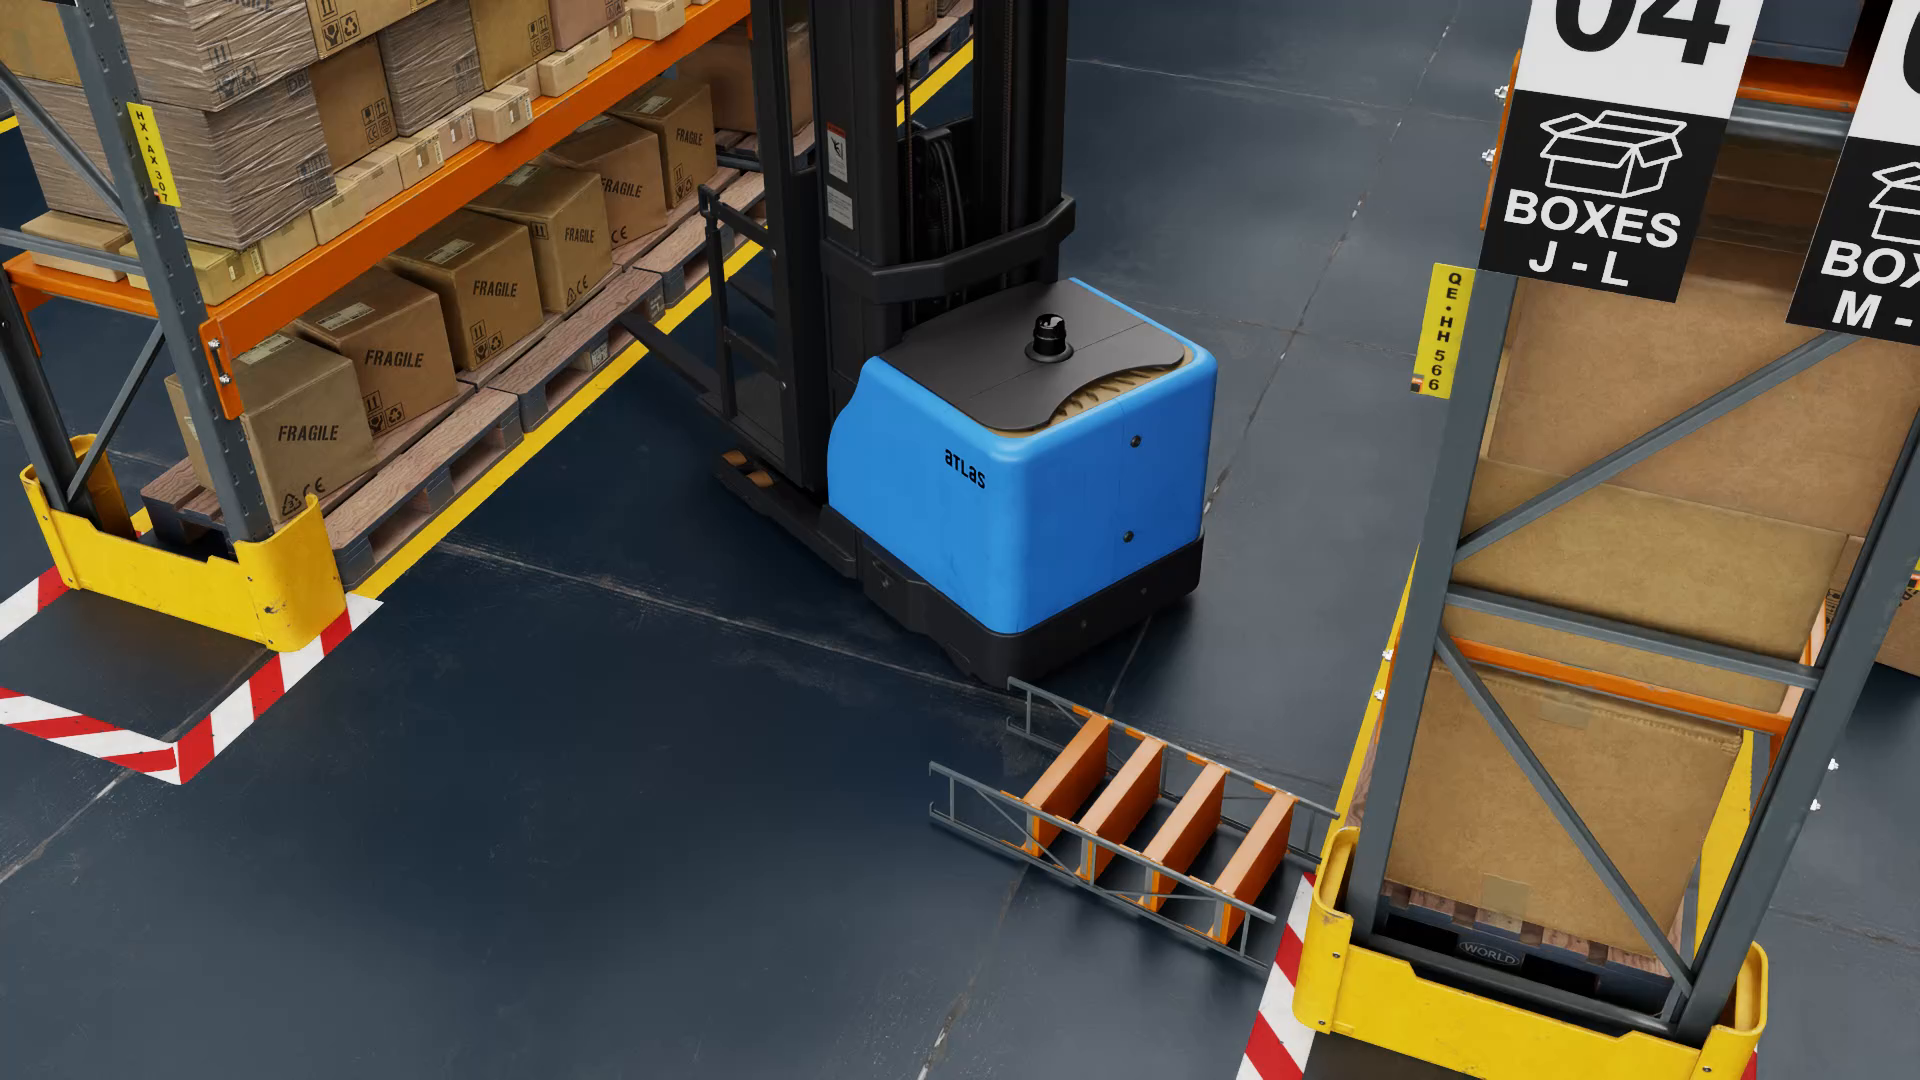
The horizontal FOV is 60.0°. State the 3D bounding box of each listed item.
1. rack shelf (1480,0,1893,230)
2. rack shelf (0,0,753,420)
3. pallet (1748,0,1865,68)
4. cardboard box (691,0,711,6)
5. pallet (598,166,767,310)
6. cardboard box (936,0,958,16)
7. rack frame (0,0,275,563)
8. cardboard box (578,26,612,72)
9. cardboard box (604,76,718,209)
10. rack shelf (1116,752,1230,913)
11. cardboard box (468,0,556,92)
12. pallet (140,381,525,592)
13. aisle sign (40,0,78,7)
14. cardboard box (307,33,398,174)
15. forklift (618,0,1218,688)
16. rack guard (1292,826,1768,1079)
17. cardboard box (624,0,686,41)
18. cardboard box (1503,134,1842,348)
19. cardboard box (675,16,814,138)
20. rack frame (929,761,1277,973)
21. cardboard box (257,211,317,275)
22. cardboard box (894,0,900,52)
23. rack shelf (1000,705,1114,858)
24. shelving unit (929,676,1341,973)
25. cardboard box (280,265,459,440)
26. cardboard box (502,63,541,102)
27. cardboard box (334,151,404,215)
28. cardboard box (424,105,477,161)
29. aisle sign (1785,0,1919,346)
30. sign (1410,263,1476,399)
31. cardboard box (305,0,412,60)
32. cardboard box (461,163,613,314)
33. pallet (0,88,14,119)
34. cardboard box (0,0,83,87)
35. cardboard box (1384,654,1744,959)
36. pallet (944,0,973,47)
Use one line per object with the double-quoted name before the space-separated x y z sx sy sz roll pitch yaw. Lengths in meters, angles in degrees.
"rack shelf" 2.334 -1.791 4.736 1.077 0.370 4.000 14 39 18
"rack shelf" -2.214 -1.775 7.221 1.077 0.370 4.000 14 39 18
"pallet" 1.846 -1.349 3.618 1.003 0.211 1.213 14 39 18
"cardboard box" -1.367 -2.748 8.131 0.380 0.149 0.250 14 39 18
"pallet" -1.676 -1.674 8.813 1.003 0.211 1.213 14 39 18
"cardboard box" -0.367 -3.875 11.149 0.700 0.500 0.500 11 38 14
"rack frame" -2.975 -0.956 5.524 1.000 3.000 0.127 14 39 18
"cardboard box" -1.785 -2.203 7.402 0.380 0.149 0.250 14 39 18
"cardboard box" -1.642 -2.125 8.825 0.500 0.500 0.500 13 39 16
"rack shelf" 0.674 0.930 5.260 0.148 0.258 0.480 21 42 25
"cardboard box" -2.230 -2.259 6.935 0.875 0.500 0.500 14 39 18
"pallet" -2.604 -0.323 7.006 1.003 0.211 1.213 14 39 18
"aisle sign" -2.721 -1.895 4.608 0.394 0.787 0.004 14 39 18
"cardboard box" -2.661 -1.718 6.211 0.875 0.500 0.500 14 39 18
"forklift" -0.392 -1.465 6.261 1.130 2.935 3.031 -26 44 -30
"rack guard" 1.564 1.244 4.668 1.175 0.500 0.348 14 39 18
"cardboard box" -1.510 -2.459 7.745 0.380 0.149 0.250 14 39 18
"cardboard box" 1.874 -0.785 4.268 0.875 0.550 0.550 14 39 18
"cardboard box" -1.200 -2.681 9.552 0.700 0.500 0.500 11 38 14
"rack frame" 0.411 1.003 5.162 1.200 0.240 0.015 21 42 25
"cardboard box" -2.533 -1.093 5.917 0.380 0.149 0.250 14 39 18
"cardboard box" -0.788 -3.250 10.314 0.700 0.500 0.500 11 38 14
"rack shelf" 0.318 0.794 5.441 0.148 0.258 0.480 21 42 25
"shelving unit" 0.542 0.880 5.327 1.200 0.258 0.503 21 42 25
"cardboard box" -2.526 -0.804 7.057 0.500 0.500 0.500 25 43 29
"cardboard box" -2.013 -1.936 7.045 0.380 0.149 0.250 14 39 18
"cardboard box" -2.348 -1.371 6.289 0.380 0.149 0.250 14 39 18
"cardboard box" -2.177 -1.653 6.665 0.380 0.149 0.250 14 39 18
"aisle sign" 1.824 -0.704 3.015 0.394 0.787 0.004 14 39 18
"sign" 1.077 -0.460 3.695 0.100 0.325 0.005 14 39 18
"cardboard box" -2.317 -2.033 5.798 0.500 0.500 0.500 14 39 18
"cardboard box" -2.017 -1.445 7.915 0.500 0.500 0.500 11 38 14
"pallet" -6.328 -2.820 10.346 1.003 0.211 1.213 14 39 18
"cardboard box" -2.994 -1.877 5.588 0.500 0.500 0.500 14 39 18
"cardboard box" 1.770 0.522 4.970 0.875 0.875 0.875 14 39 18
"pallet" -0.230 -3.836 11.706 1.003 0.211 1.213 14 39 18
